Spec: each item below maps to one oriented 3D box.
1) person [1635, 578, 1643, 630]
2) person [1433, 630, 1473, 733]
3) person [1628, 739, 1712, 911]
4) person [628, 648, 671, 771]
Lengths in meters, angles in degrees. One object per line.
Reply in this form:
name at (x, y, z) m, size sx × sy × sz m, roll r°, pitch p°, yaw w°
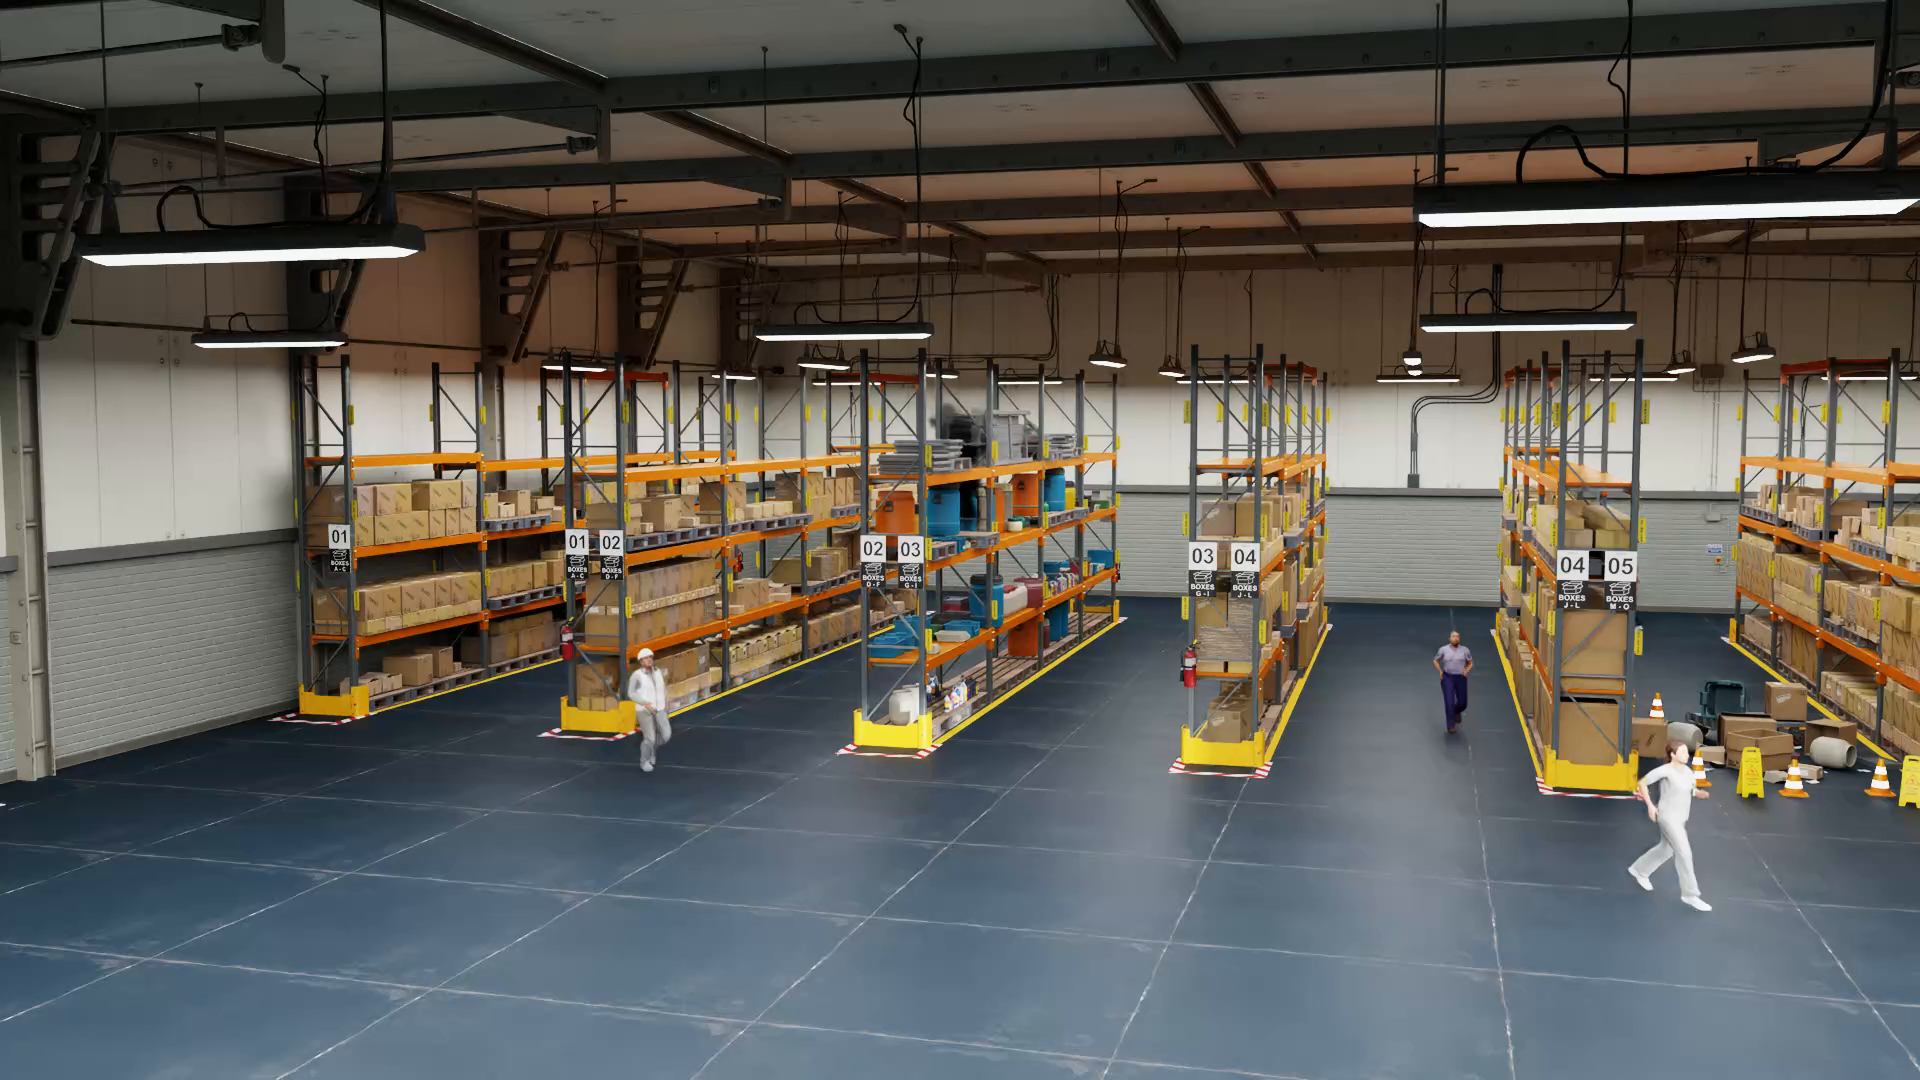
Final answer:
person at (15.438, 1.345, 38.476) m, size 0.701 × 1.618 × 0.506 m, roll 2°, pitch 5°, yaw 23°
person at (7.818, 2.232, 26.361) m, size 0.613 × 1.588 × 0.675 m, roll 1°, pitch 4°, yaw 9°
person at (7.275, 2.863, 17.021) m, size 0.554 × 1.675 × 0.953 m, roll -3°, pitch 5°, yaw -35°
person at (-4.335, 2.385, 23.403) m, size 0.671 × 1.732 × 0.522 m, roll -4°, pitch 6°, yaw -43°
